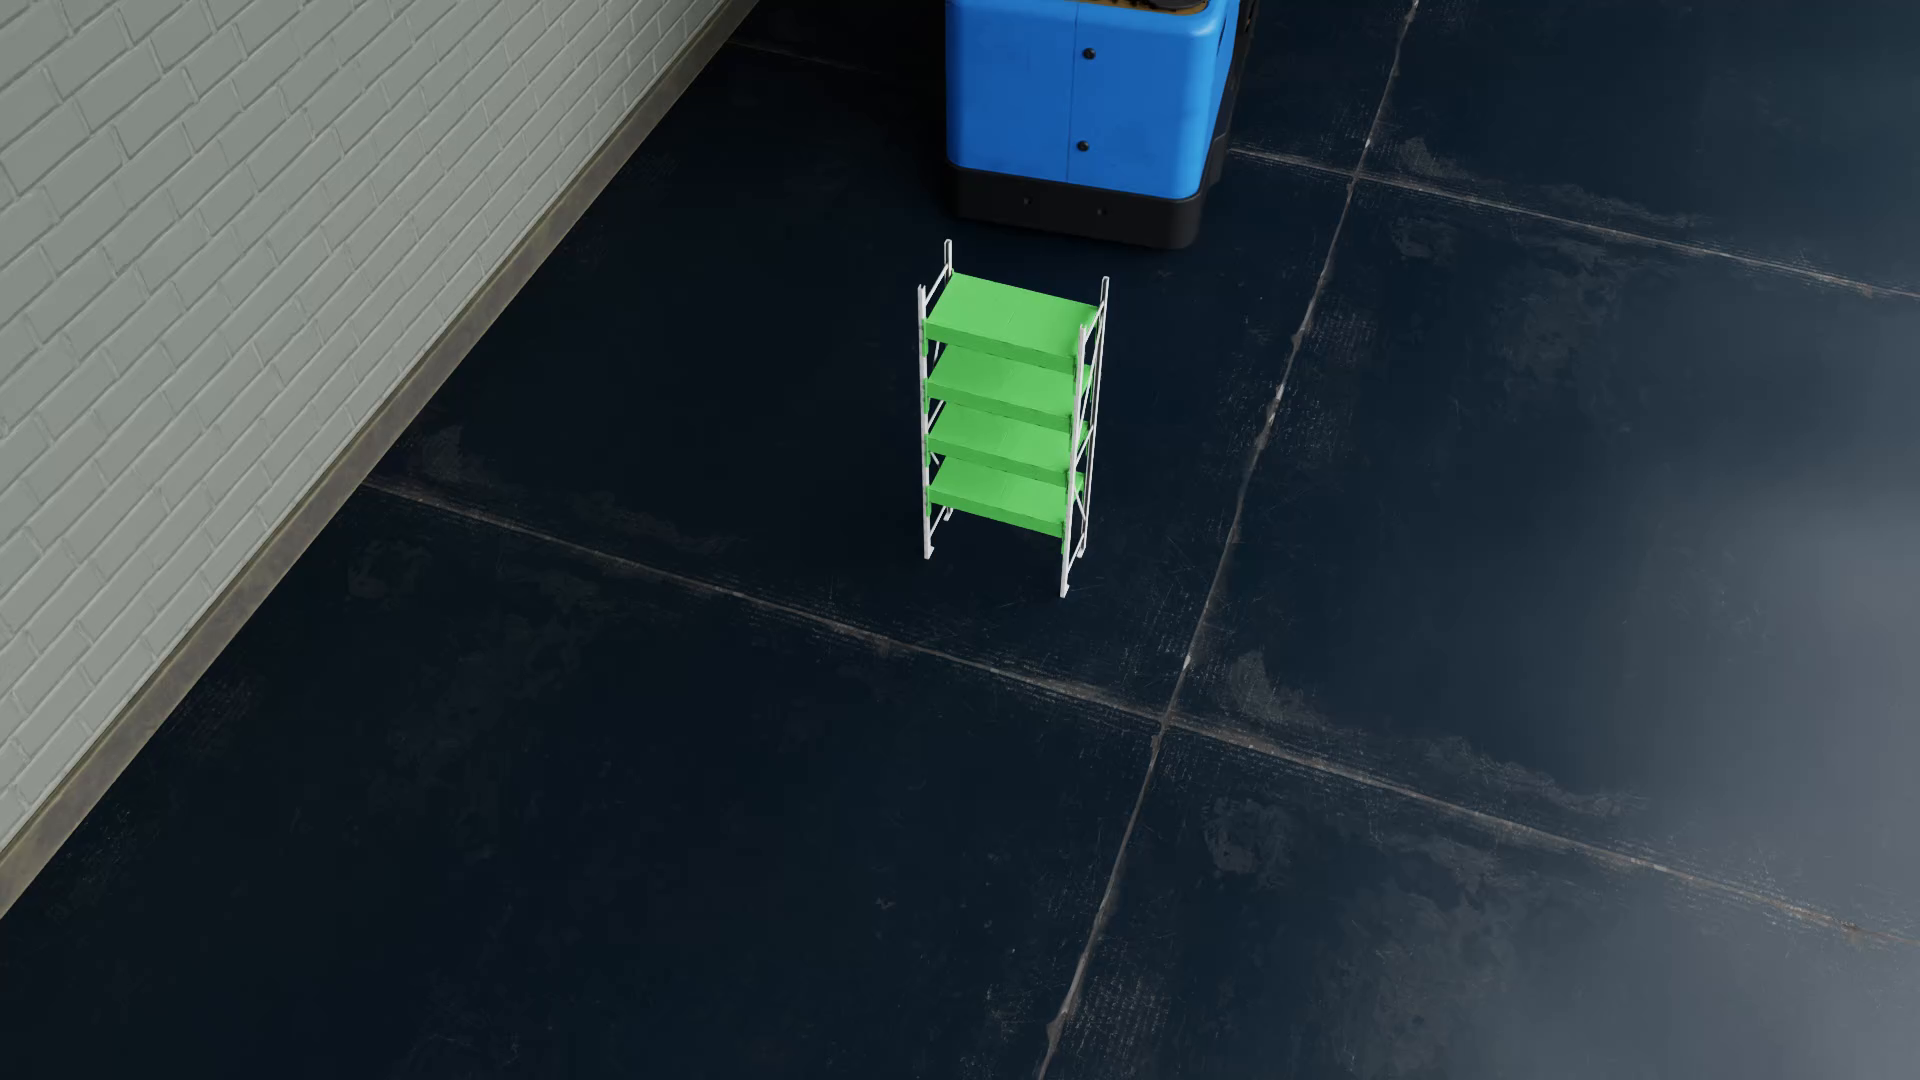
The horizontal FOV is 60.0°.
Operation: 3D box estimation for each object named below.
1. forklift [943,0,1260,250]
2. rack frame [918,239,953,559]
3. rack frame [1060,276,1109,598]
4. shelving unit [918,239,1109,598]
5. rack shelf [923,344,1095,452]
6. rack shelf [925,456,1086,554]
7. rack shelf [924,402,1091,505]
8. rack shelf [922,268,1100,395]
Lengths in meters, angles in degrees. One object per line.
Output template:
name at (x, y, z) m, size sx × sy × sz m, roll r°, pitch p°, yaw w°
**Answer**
forklift at (0.784, -3.263, 6.639) m, size 1.130 × 2.935 × 3.031 m, roll 11°, pitch 50°, yaw 9°
rack frame at (-0.074, -0.414, 5.314) m, size 0.015 × 1.200 × 0.240 m, roll 16°, pitch 51°, yaw 13°
rack frame at (0.384, -0.286, 5.204) m, size 0.015 × 1.200 × 0.240 m, roll 16°, pitch 51°, yaw 13°
shelving unit at (0.155, -0.350, 5.259) m, size 0.503 × 1.200 × 0.258 m, roll 16°, pitch 51°, yaw 13°
rack shelf at (0.155, -0.465, 5.126) m, size 0.480 × 0.148 × 0.258 m, roll 16°, pitch 51°, yaw 13°
rack shelf at (0.155, -0.151, 5.489) m, size 0.480 × 0.148 × 0.258 m, roll 16°, pitch 51°, yaw 13°
rack shelf at (0.155, -0.308, 5.307) m, size 0.480 × 0.148 × 0.258 m, roll 16°, pitch 51°, yaw 13°
rack shelf at (0.155, -0.622, 4.945) m, size 0.480 × 0.148 × 0.258 m, roll 16°, pitch 51°, yaw 13°
